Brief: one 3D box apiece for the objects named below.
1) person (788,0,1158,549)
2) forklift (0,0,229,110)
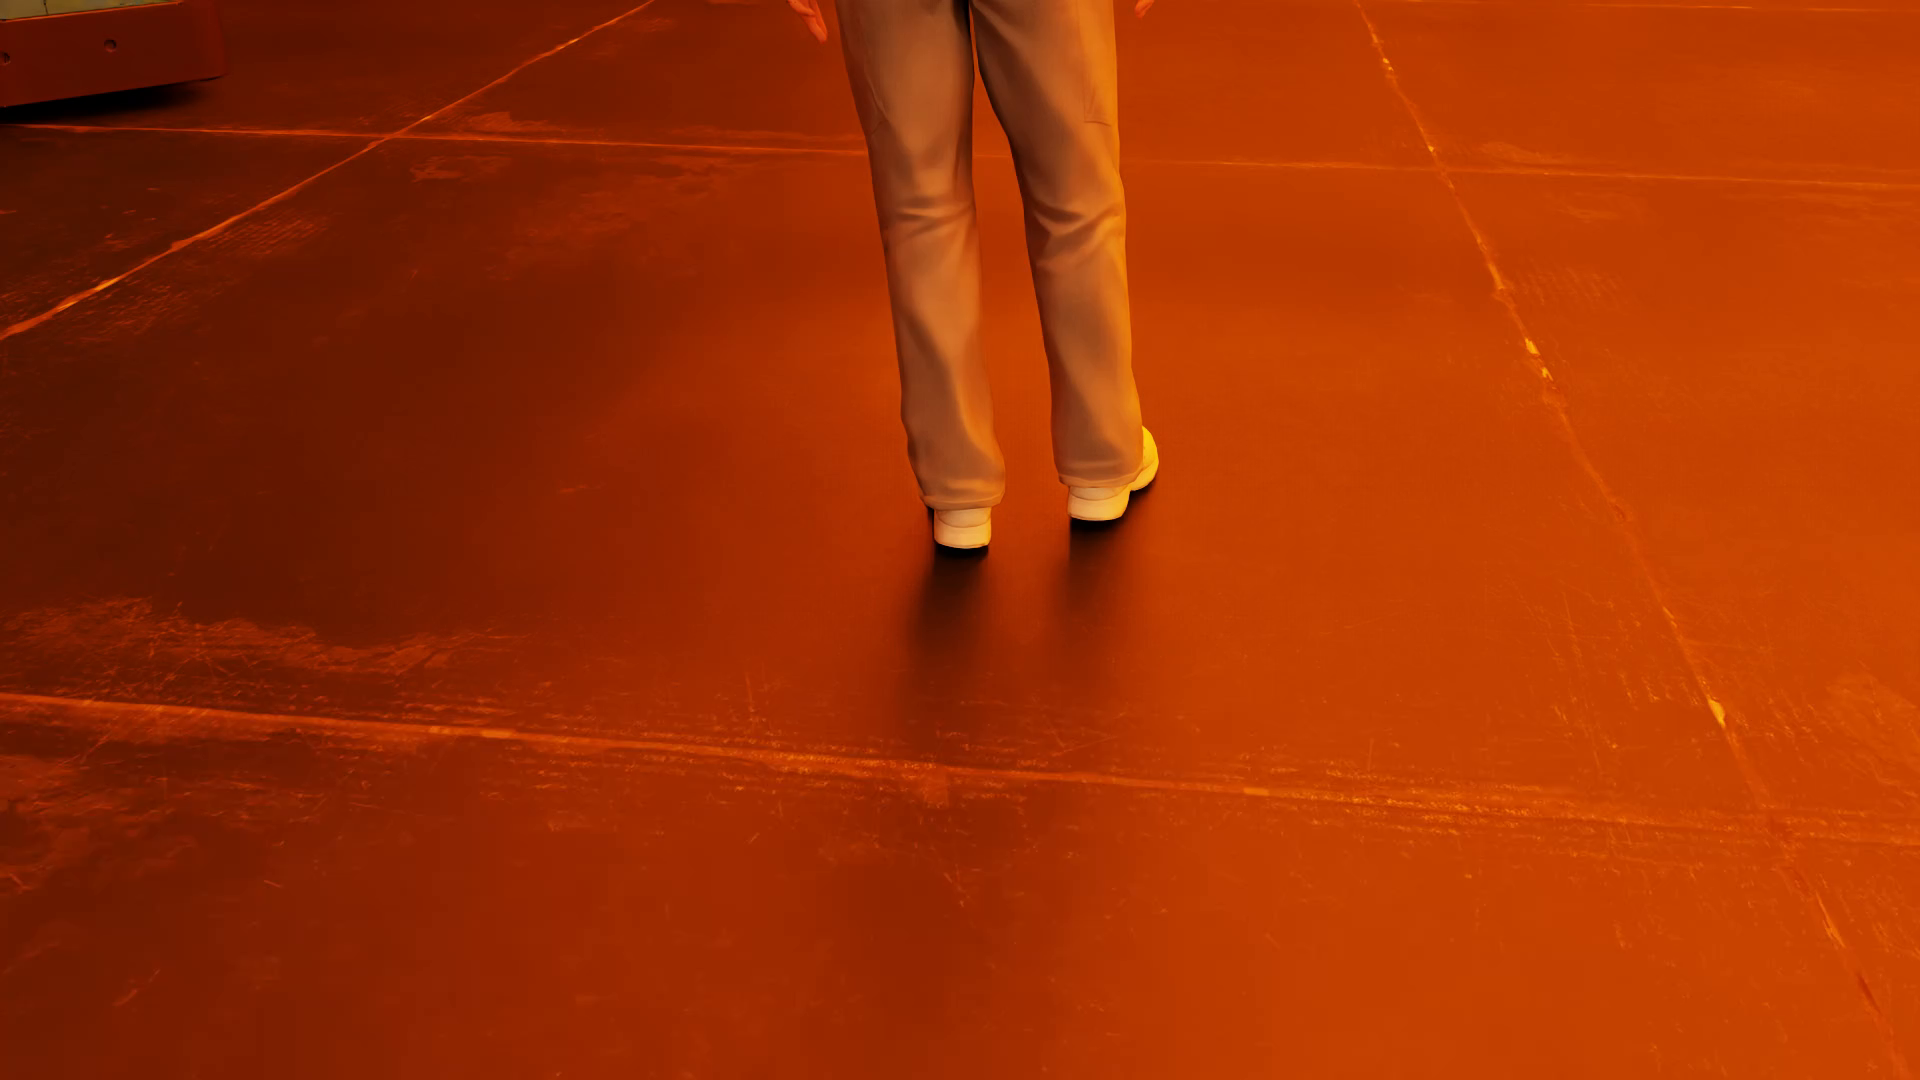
[{"bbox_3d":[0.023,-0.788,2.187,0.549,1.673,0.548,3,27,7],"label":"person"},{"bbox_3d":[-3.741,-3.056,5.343,1.130,2.935,3.031,-24,35,-39],"label":"forklift"}]
